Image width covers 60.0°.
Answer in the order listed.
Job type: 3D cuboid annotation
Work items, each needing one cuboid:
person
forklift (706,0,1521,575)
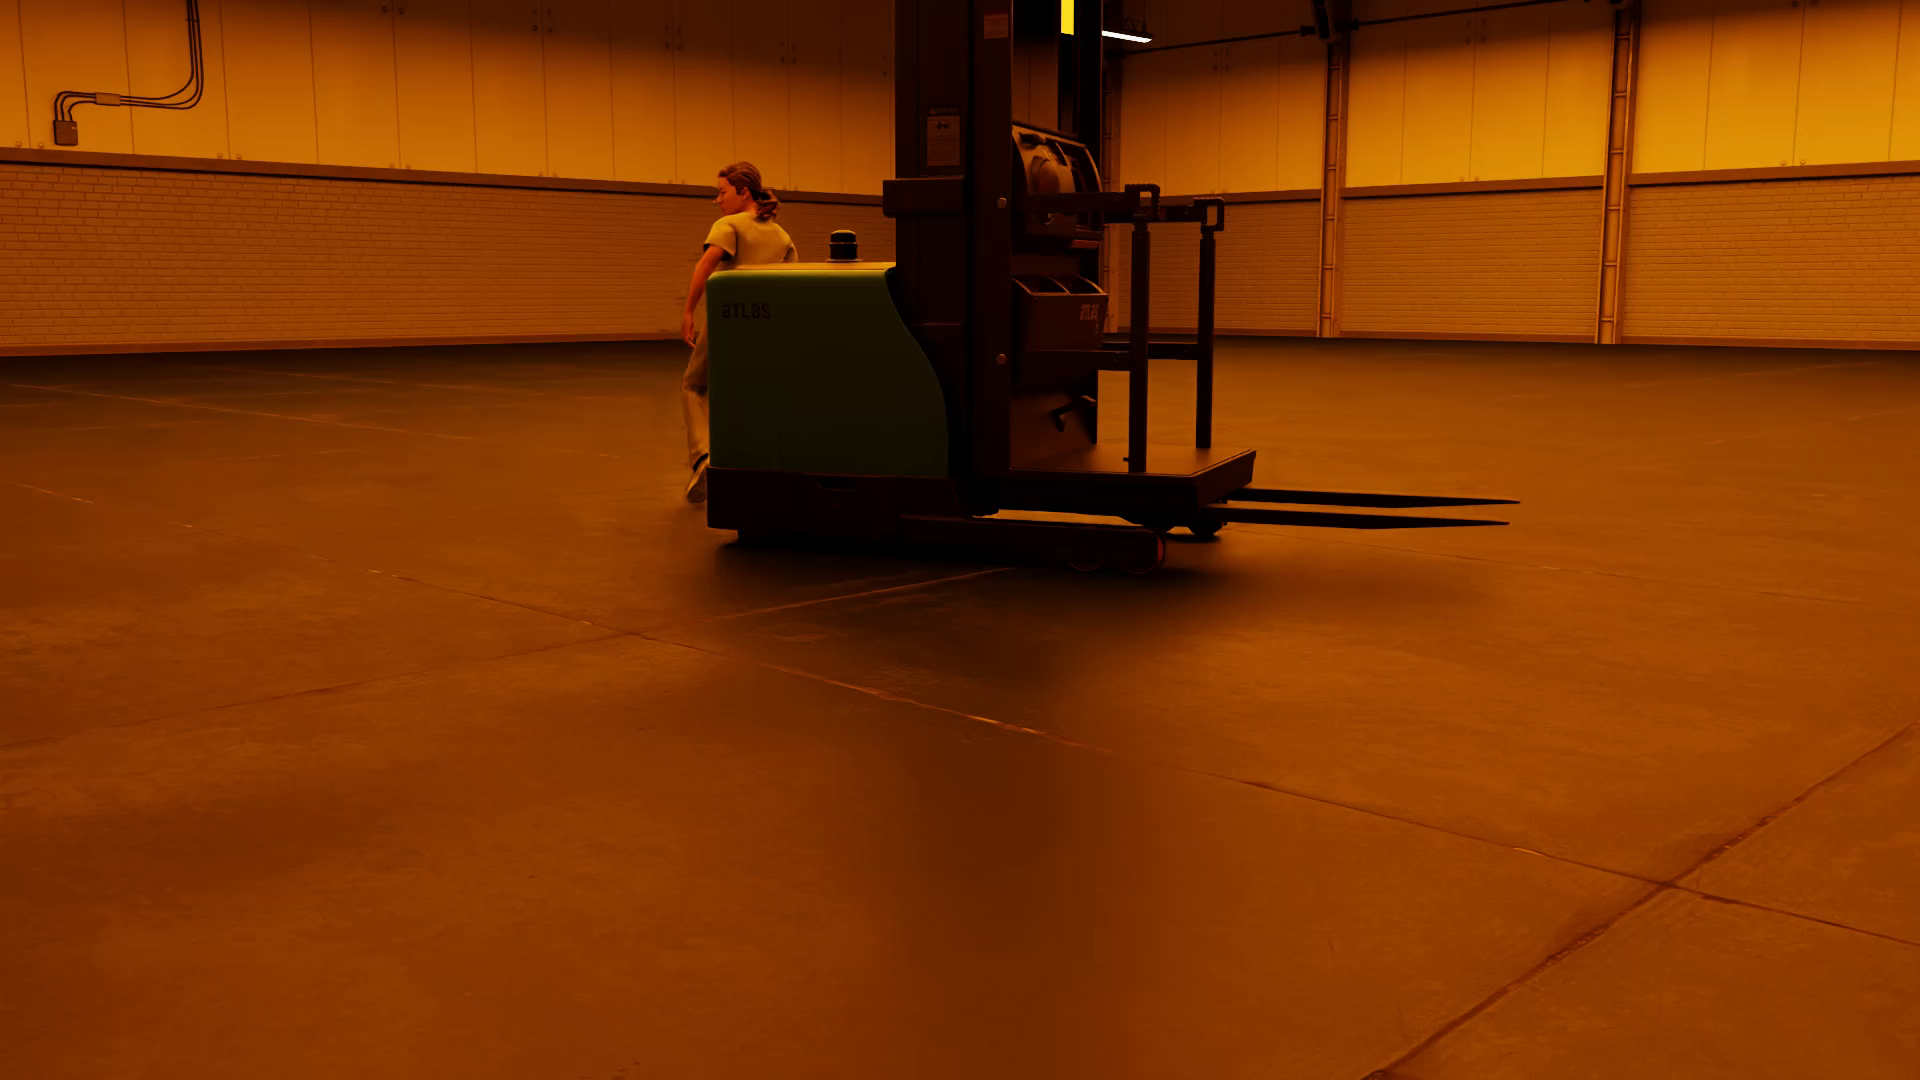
[{"bbox_3d":[-1.043,-0.954,7.736,0.661,1.585,0.607,-4,9,-25],"label":"person"},{"bbox_3d":[0.565,-1.416,6.275,3.031,2.935,1.130,3,9,22],"label":"forklift"}]
